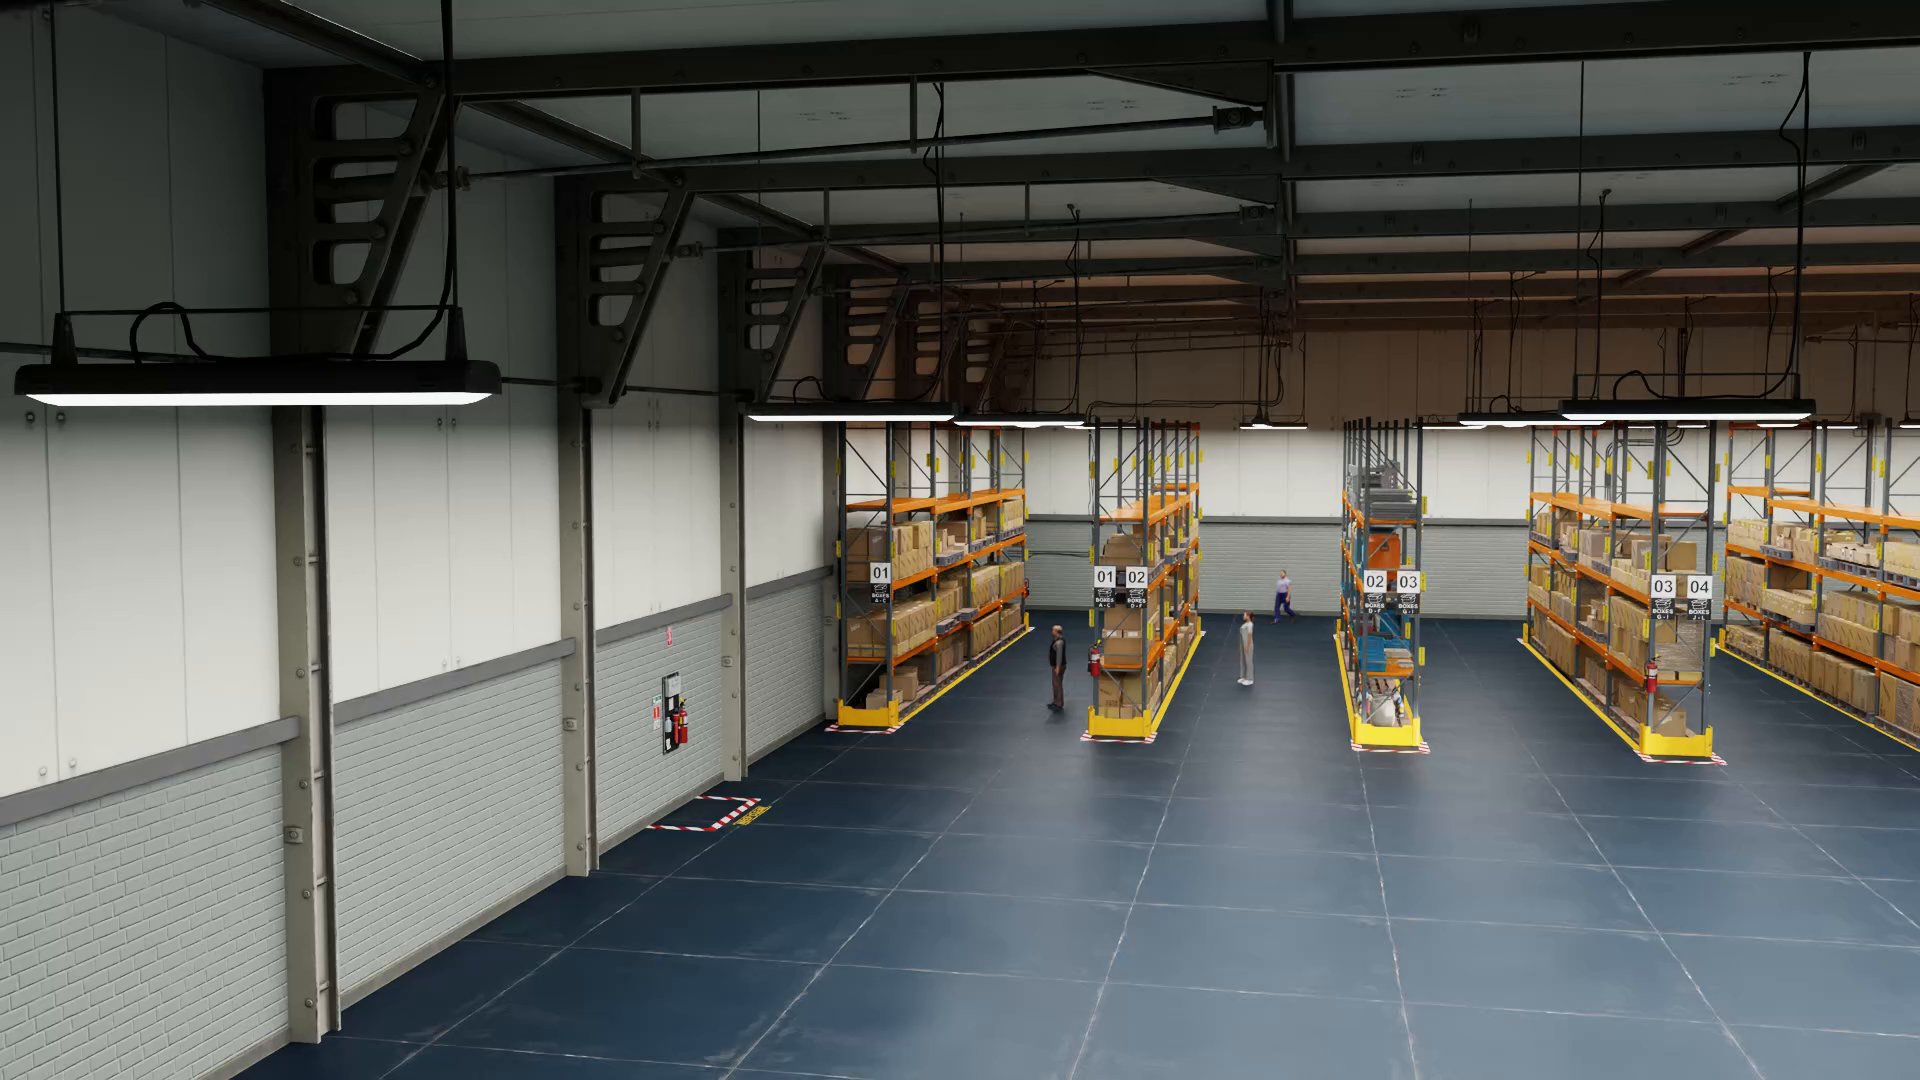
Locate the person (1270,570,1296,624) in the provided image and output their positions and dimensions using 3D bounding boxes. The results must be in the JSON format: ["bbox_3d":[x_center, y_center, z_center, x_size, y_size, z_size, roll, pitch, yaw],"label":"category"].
[{"bbox_3d":[9.635,1.696,49.559,0.843,1.619,0.496,-3,5,-43],"label":"person"}]

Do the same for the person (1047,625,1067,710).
[{"bbox_3d":[2.006,2.622,34.391,0.418,1.727,0.573,0,4,4],"label":"person"}]

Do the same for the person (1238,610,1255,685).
[{"bbox_3d":[6.517,2.428,37.823,0.381,1.675,0.484,-1,4,-15],"label":"person"}]
